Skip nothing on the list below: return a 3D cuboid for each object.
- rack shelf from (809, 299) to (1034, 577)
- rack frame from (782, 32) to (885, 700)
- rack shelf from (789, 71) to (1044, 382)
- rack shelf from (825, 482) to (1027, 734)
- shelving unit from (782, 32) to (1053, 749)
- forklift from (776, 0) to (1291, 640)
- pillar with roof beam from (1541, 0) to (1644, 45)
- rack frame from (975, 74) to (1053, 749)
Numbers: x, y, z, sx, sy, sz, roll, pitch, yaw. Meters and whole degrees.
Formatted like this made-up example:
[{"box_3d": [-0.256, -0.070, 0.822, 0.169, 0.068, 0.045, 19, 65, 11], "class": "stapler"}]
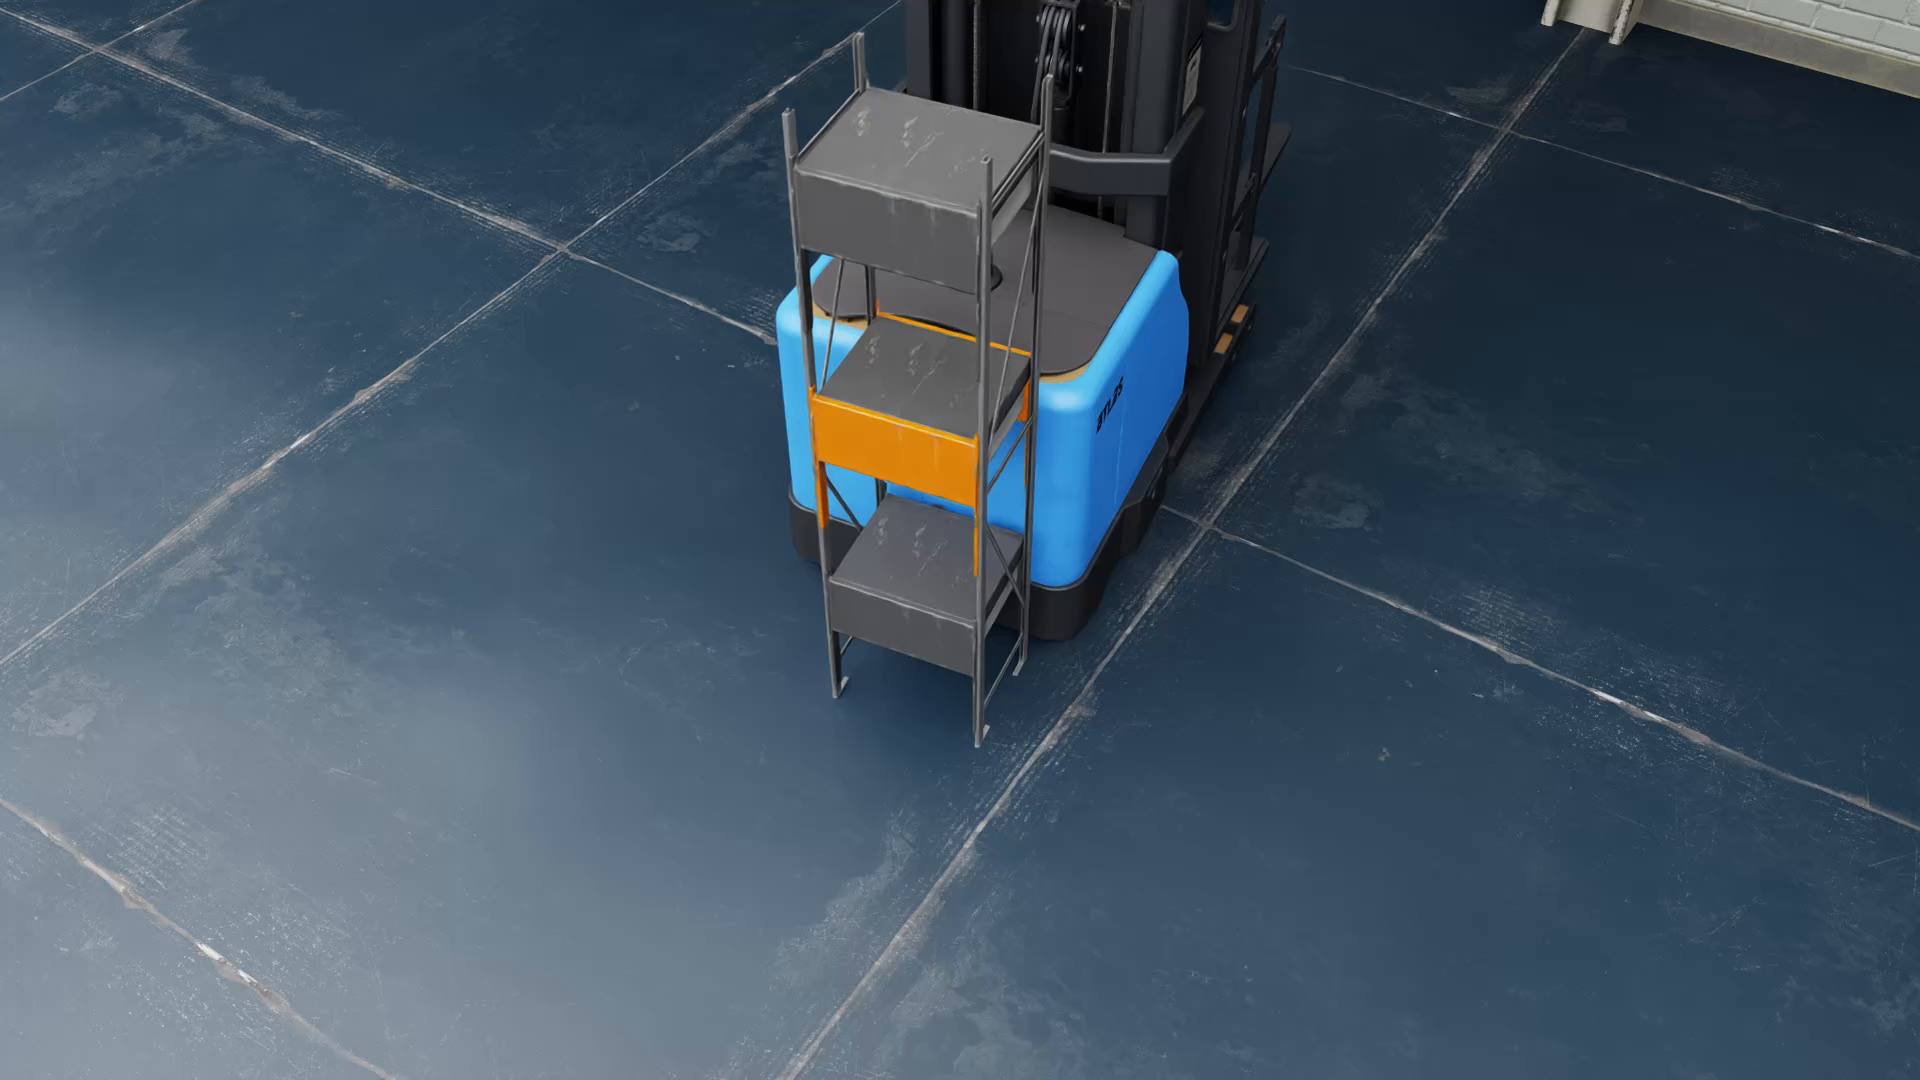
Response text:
[{"box_3d": [-0.093, -0.281, 4.578, 0.480, 0.518, 0.431, 17, 48, 16], "class": "rack shelf"}, {"box_3d": [-0.317, -0.360, 4.636, 0.015, 2.100, 0.400, 17, 48, 16], "class": "rack frame"}, {"box_3d": [-0.093, -0.769, 4.076, 0.480, 0.518, 0.431, 17, 48, 16], "class": "rack shelf"}, {"box_3d": [-0.093, 0.207, 5.080, 0.480, 0.518, 0.431, 17, 48, 16], "class": "rack shelf"}, {"box_3d": [-0.093, -0.291, 4.568, 0.503, 2.100, 0.431, 17, 48, 16], "class": "shelving unit"}, {"box_3d": [0.500, -1.769, 5.425, 1.130, 2.935, 3.031, 18, 48, 17], "class": "forklift"}, {"box_3d": [0.801, -3.113, 2.500, 0.400, 9.000, 9.100, 25, 51, 22], "class": "pillar with roof beam"}, {"box_3d": [0.131, -0.221, 4.501, 0.015, 2.100, 0.400, 17, 48, 16], "class": "rack frame"}]
